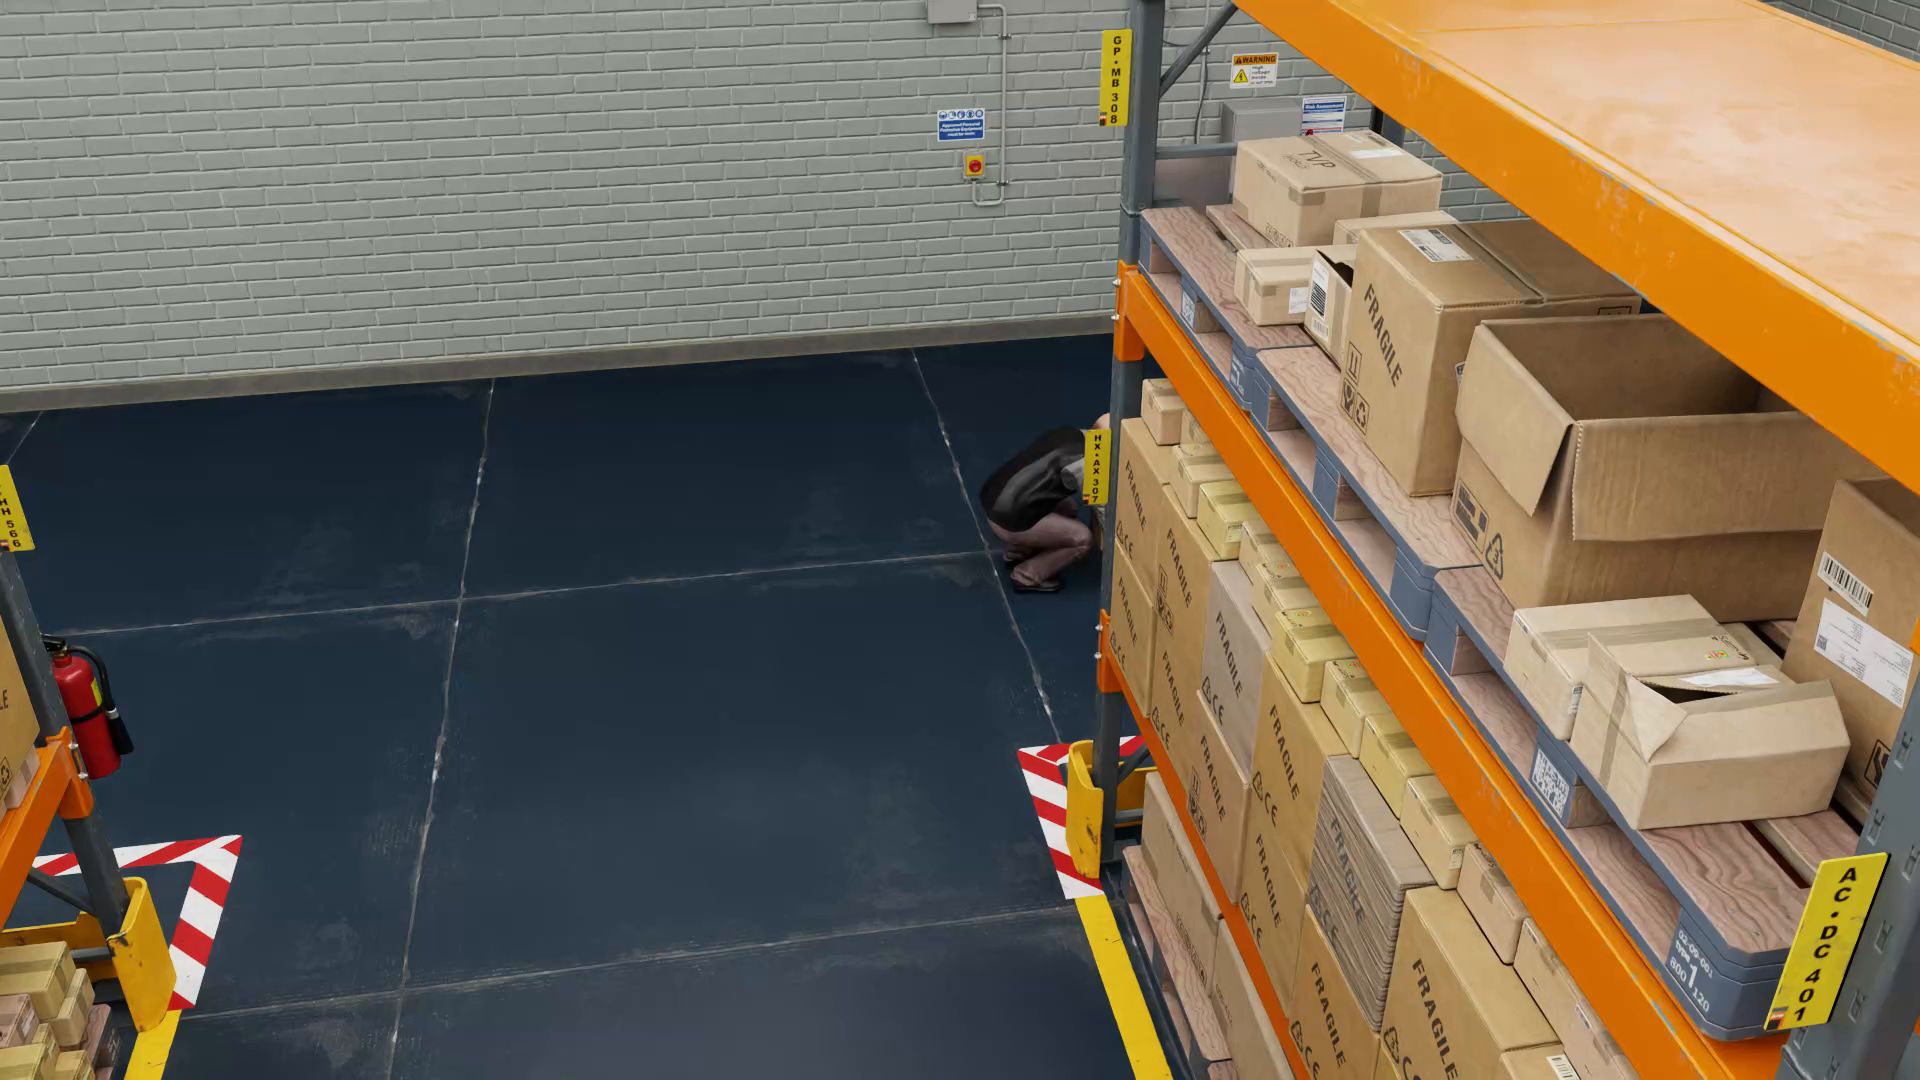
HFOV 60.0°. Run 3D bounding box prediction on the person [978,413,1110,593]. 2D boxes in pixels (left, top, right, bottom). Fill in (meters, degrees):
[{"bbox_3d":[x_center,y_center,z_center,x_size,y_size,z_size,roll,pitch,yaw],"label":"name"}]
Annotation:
[{"bbox_3d":[0.555,-0.223,9.300,0.889,0.966,0.517,-6,31,-10],"label":"person"}]
